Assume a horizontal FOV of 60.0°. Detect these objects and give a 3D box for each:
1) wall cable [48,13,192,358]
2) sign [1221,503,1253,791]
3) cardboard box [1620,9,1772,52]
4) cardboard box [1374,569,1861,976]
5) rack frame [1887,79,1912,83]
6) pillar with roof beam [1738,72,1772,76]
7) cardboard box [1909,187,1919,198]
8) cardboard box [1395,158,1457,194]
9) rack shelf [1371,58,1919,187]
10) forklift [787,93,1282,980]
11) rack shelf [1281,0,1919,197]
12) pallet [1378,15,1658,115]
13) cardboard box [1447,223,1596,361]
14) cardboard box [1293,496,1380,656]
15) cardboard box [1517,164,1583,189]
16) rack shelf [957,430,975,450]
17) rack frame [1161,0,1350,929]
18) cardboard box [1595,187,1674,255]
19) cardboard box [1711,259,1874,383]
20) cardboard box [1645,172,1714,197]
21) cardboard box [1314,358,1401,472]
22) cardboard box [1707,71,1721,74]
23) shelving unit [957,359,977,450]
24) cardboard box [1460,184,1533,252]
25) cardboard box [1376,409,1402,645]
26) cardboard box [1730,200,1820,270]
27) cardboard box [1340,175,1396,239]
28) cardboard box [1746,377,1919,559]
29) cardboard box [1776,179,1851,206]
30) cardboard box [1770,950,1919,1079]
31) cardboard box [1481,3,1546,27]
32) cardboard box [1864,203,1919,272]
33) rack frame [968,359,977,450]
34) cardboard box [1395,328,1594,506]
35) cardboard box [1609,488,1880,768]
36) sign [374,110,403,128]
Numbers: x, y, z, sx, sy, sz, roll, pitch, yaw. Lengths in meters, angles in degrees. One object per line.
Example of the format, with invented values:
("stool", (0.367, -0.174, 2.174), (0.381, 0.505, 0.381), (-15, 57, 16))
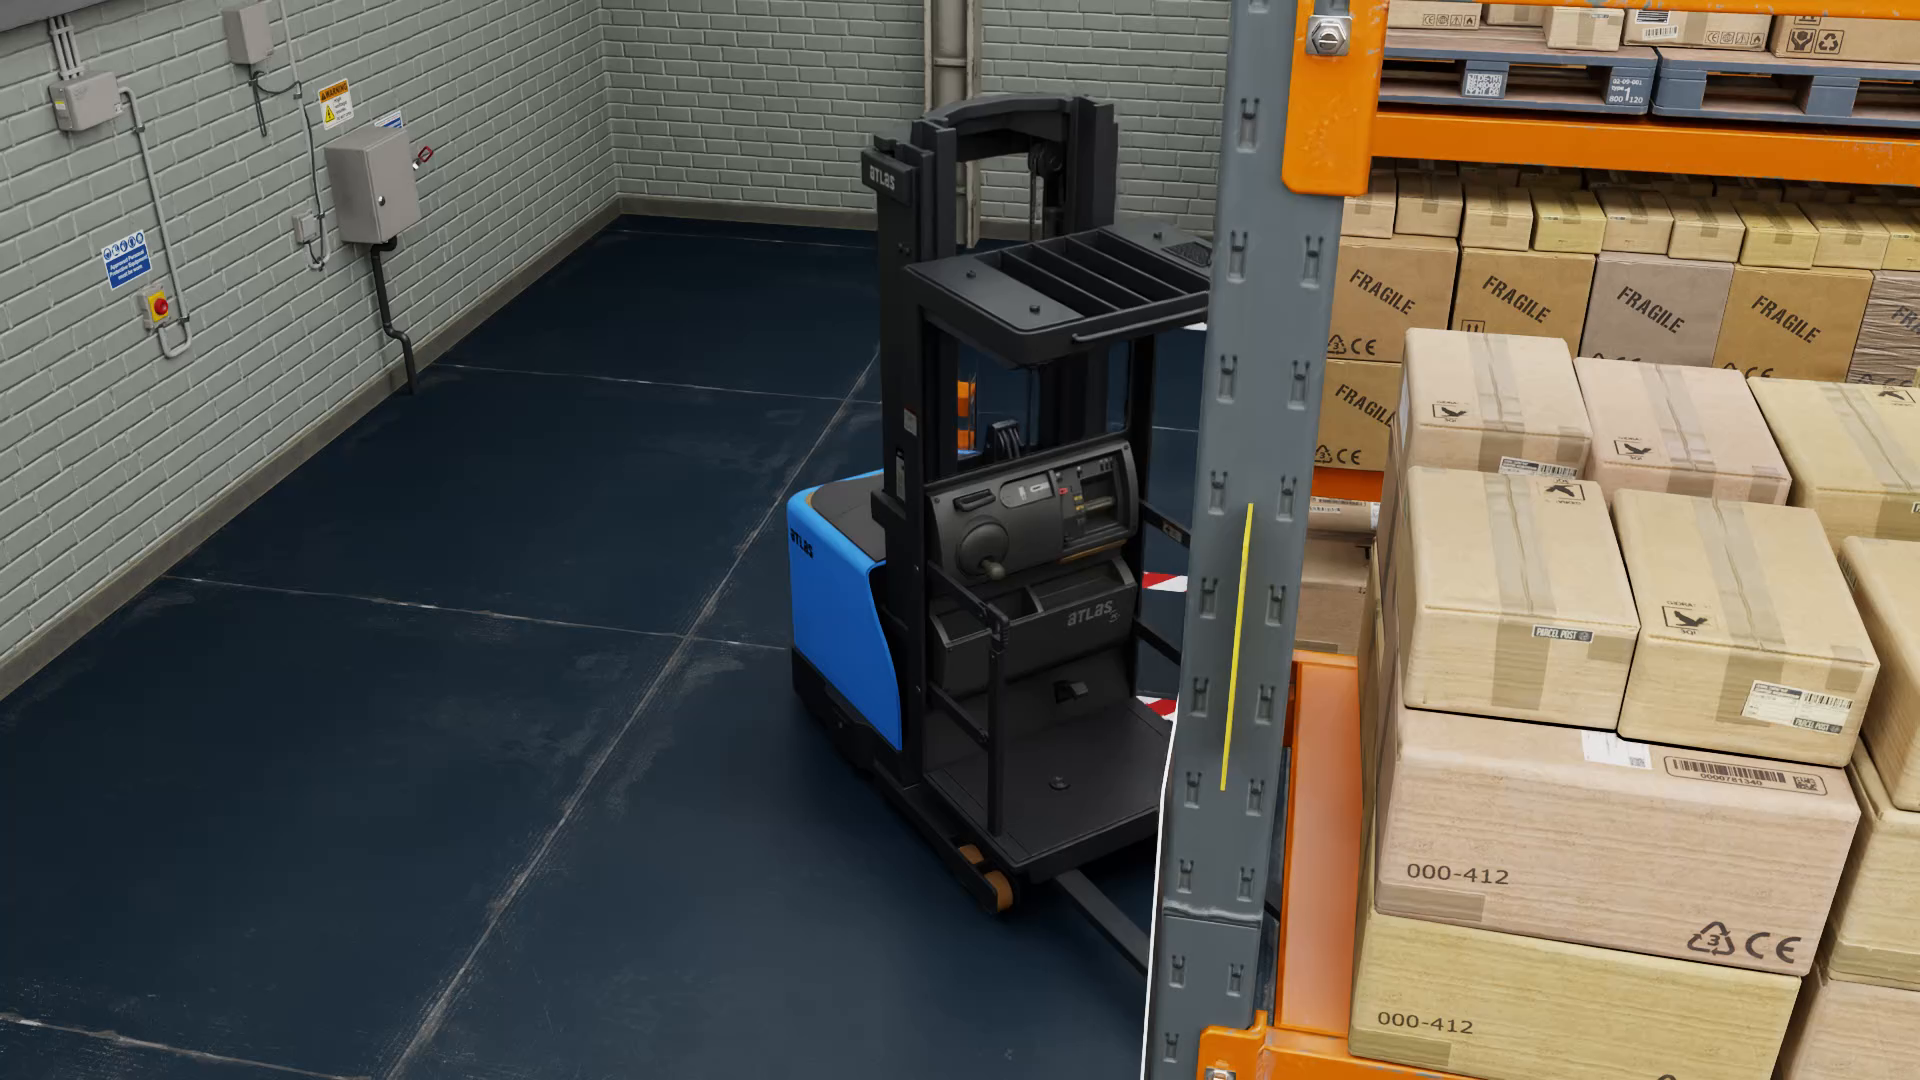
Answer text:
("wall cable", (-4.160, -1.782, 8.290), (0.123, 1.953, 0.585), (6, 29, 11))
("sign", (0.311, 0.123, 1.868), (0.005, 0.325, 0.100), (6, 29, 11))
("cardboard box", (2.812, -2.099, 6.388), (0.500, 0.311, 0.500), (6, 29, 11))
("cardboard box", (0.809, 0.265, 2.155), (0.500, 0.250, 0.500), (6, 29, 11))
("rack frame", (6.304, -2.698, 11.055), (0.127, 3.000, 1.000), (6, 29, 11))
("pillar with roof beam", (4.912, -3.801, 6.822), (0.400, 9.000, 9.100), (6, 29, 11))
("cardboard box", (4.019, -1.405, 6.872), (0.250, 0.149, 0.380), (5, 29, 9))
("cardboard box", (2.005, -1.579, 7.189), (0.250, 0.149, 0.380), (6, 29, 11))
("rack shelf", (3.315, -1.567, 6.615), (4.000, 0.370, 1.077), (6, 29, 11))
("forklift", (0.415, -0.070, 6.326), (1.130, 2.935, 3.031), (-17, 33, -27))
("rack shelf", (2.380, -0.547, 1.631), (4.000, 0.370, 1.077), (6, 29, 11))
("pallet", (2.087, -1.975, 6.703), (1.213, 0.211, 1.003), (6, 29, 11))
("cardboard box", (2.276, -1.020, 6.844), (0.500, 0.500, 0.500), (5, 29, 9))
("cardboard box", (2.025, 0.191, 8.008), (0.875, 0.438, 0.875), (5, 29, 9))
("cardboard box", (2.513, -1.548, 7.133), (0.250, 0.149, 0.380), (7, 29, 12))
("rack shelf", (-0.052, -0.457, 9.013), (0.240, 0.259, 0.215), (6, 29, 11))
("rack frame", (0.424, -1.064, 1.824), (0.127, 3.000, 1.000), (6, 29, 11))
("cardboard box", (2.679, -1.277, 6.638), (0.250, 0.149, 0.380), (6, 29, 11))
("cardboard box", (3.269, -0.922, 6.666), (0.500, 0.500, 0.500), (6, 29, 11))
("cardboard box", (3.011, -1.491, 7.028), (0.250, 0.149, 0.380), (7, 29, 12))
("cardboard box", (1.768, -0.629, 7.171), (0.500, 0.500, 0.500), (6, 29, 10))
("cardboard box", (4.903, -3.366, 11.340), (0.500, 0.500, 0.500), (5, 29, 9))
("shelving unit", (-0.052, -0.466, 9.008), (0.252, 1.050, 0.215), (6, 29, 11))
("cardboard box", (2.150, -1.296, 6.674), (0.250, 0.149, 0.380), (7, 29, 12))
("cardboard box", (0.928, 0.024, 2.594), (0.500, 0.250, 0.500), (5, 29, 9))
("cardboard box", (3.156, -1.194, 6.486), (0.250, 0.149, 0.380), (5, 29, 9))
("cardboard box", (1.648, -1.369, 6.807), (0.250, 0.149, 0.380), (6, 29, 12))
("cardboard box", (1.282, -0.086, 2.380), (0.250, 0.149, 0.380), (5, 29, 9))
("cardboard box", (3.531, -1.449, 6.952), (0.250, 0.149, 0.380), (6, 29, 11))
("cardboard box", (1.324, 0.537, 2.178), (0.500, 0.250, 0.500), (7, 29, 12))
("cardboard box", (2.244, -2.194, 6.731), (0.250, 0.149, 0.380), (4, 29, 7))
("cardboard box", (3.666, -1.173, 6.448), (0.250, 0.149, 0.380), (5, 29, 9))
("rack frame", (0.067, -0.454, 8.985), (0.008, 1.050, 0.200), (6, 29, 11))
("cardboard box", (0.810, -0.182, 2.555), (0.250, 0.149, 0.380), (6, 29, 10))
("cardboard box", (0.939, 0.096, 2.047), (0.250, 0.149, 0.380), (7, 29, 13))
("sign", (-3.678, -2.505, 10.801), (0.001, 0.494, 0.329), (6, 29, 11))
